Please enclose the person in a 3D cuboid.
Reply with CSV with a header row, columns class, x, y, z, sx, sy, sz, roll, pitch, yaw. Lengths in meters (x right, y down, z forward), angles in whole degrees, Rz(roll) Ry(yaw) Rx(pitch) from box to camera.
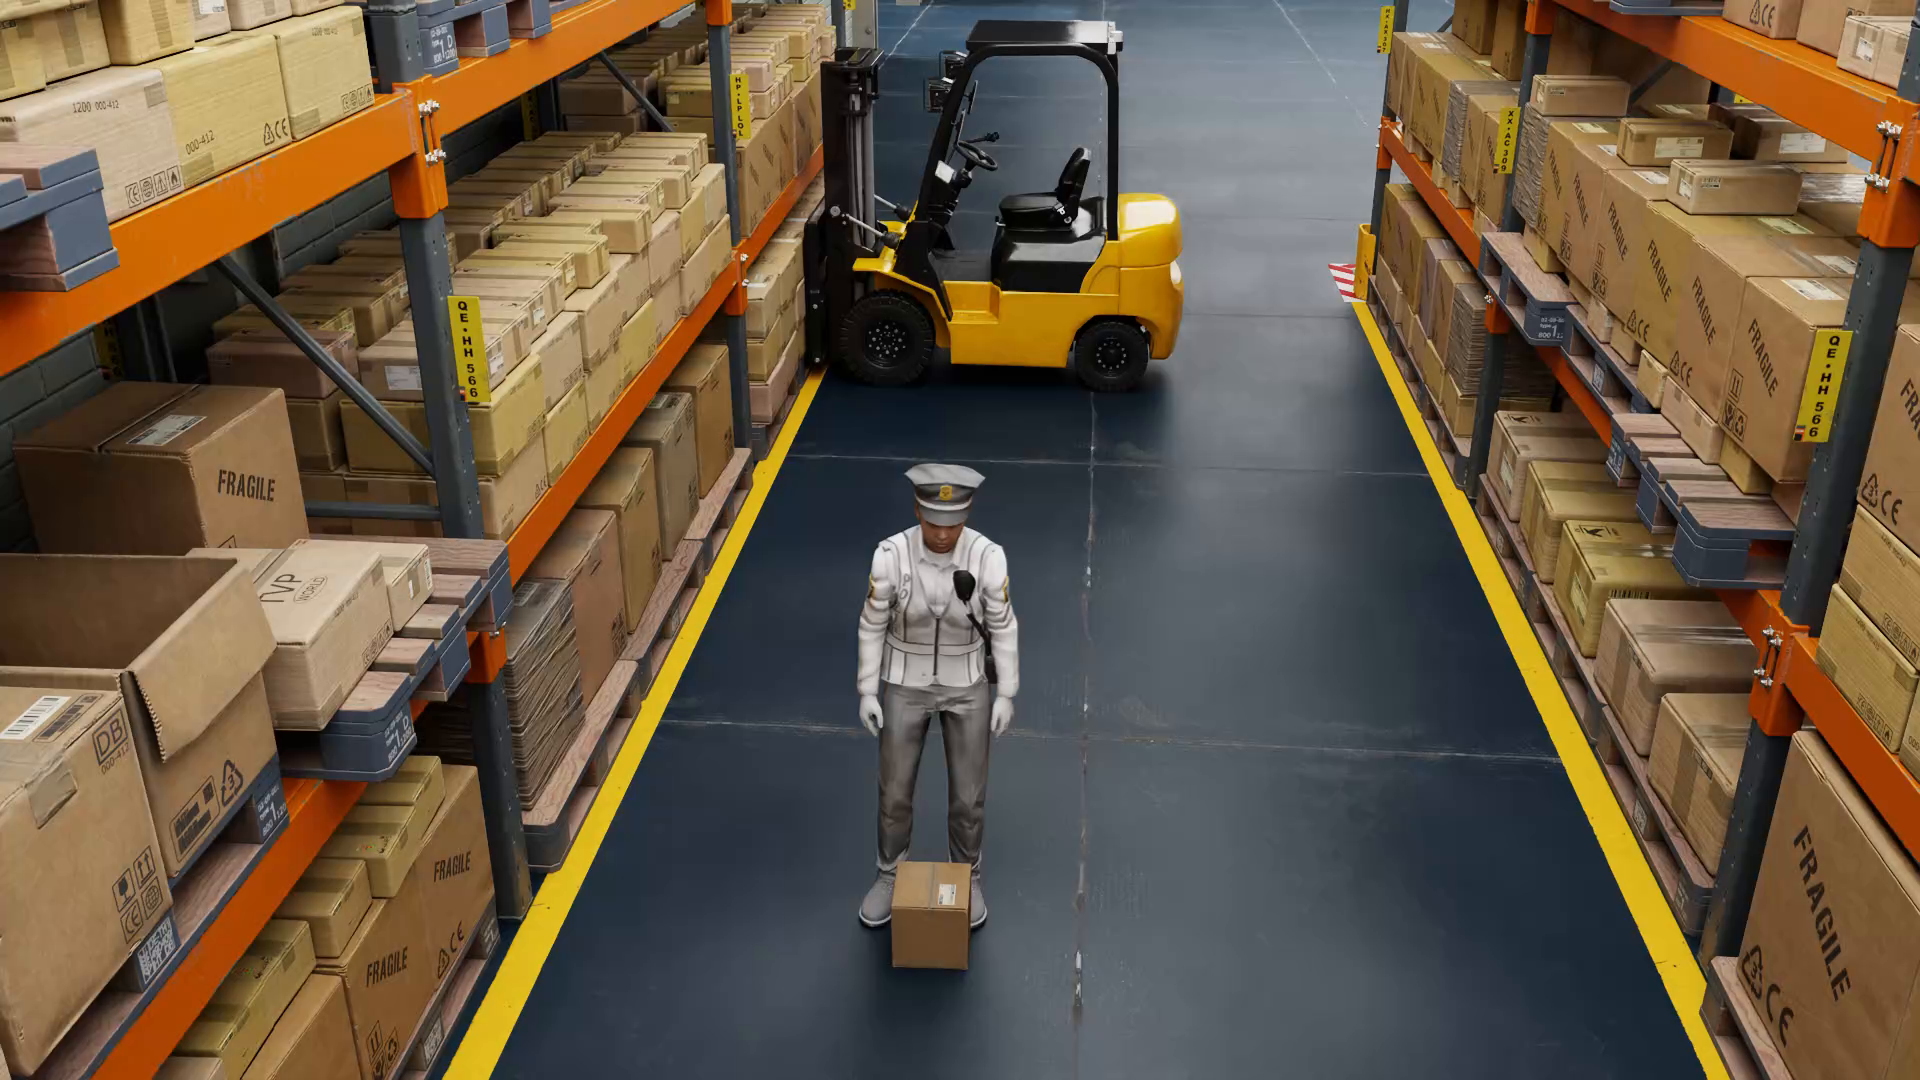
class,x,y,z,sx,sy,sz,roll,pitch,yaw
person,-0.076,0.512,5.488,0.542,1.662,0.375,0,25,1
